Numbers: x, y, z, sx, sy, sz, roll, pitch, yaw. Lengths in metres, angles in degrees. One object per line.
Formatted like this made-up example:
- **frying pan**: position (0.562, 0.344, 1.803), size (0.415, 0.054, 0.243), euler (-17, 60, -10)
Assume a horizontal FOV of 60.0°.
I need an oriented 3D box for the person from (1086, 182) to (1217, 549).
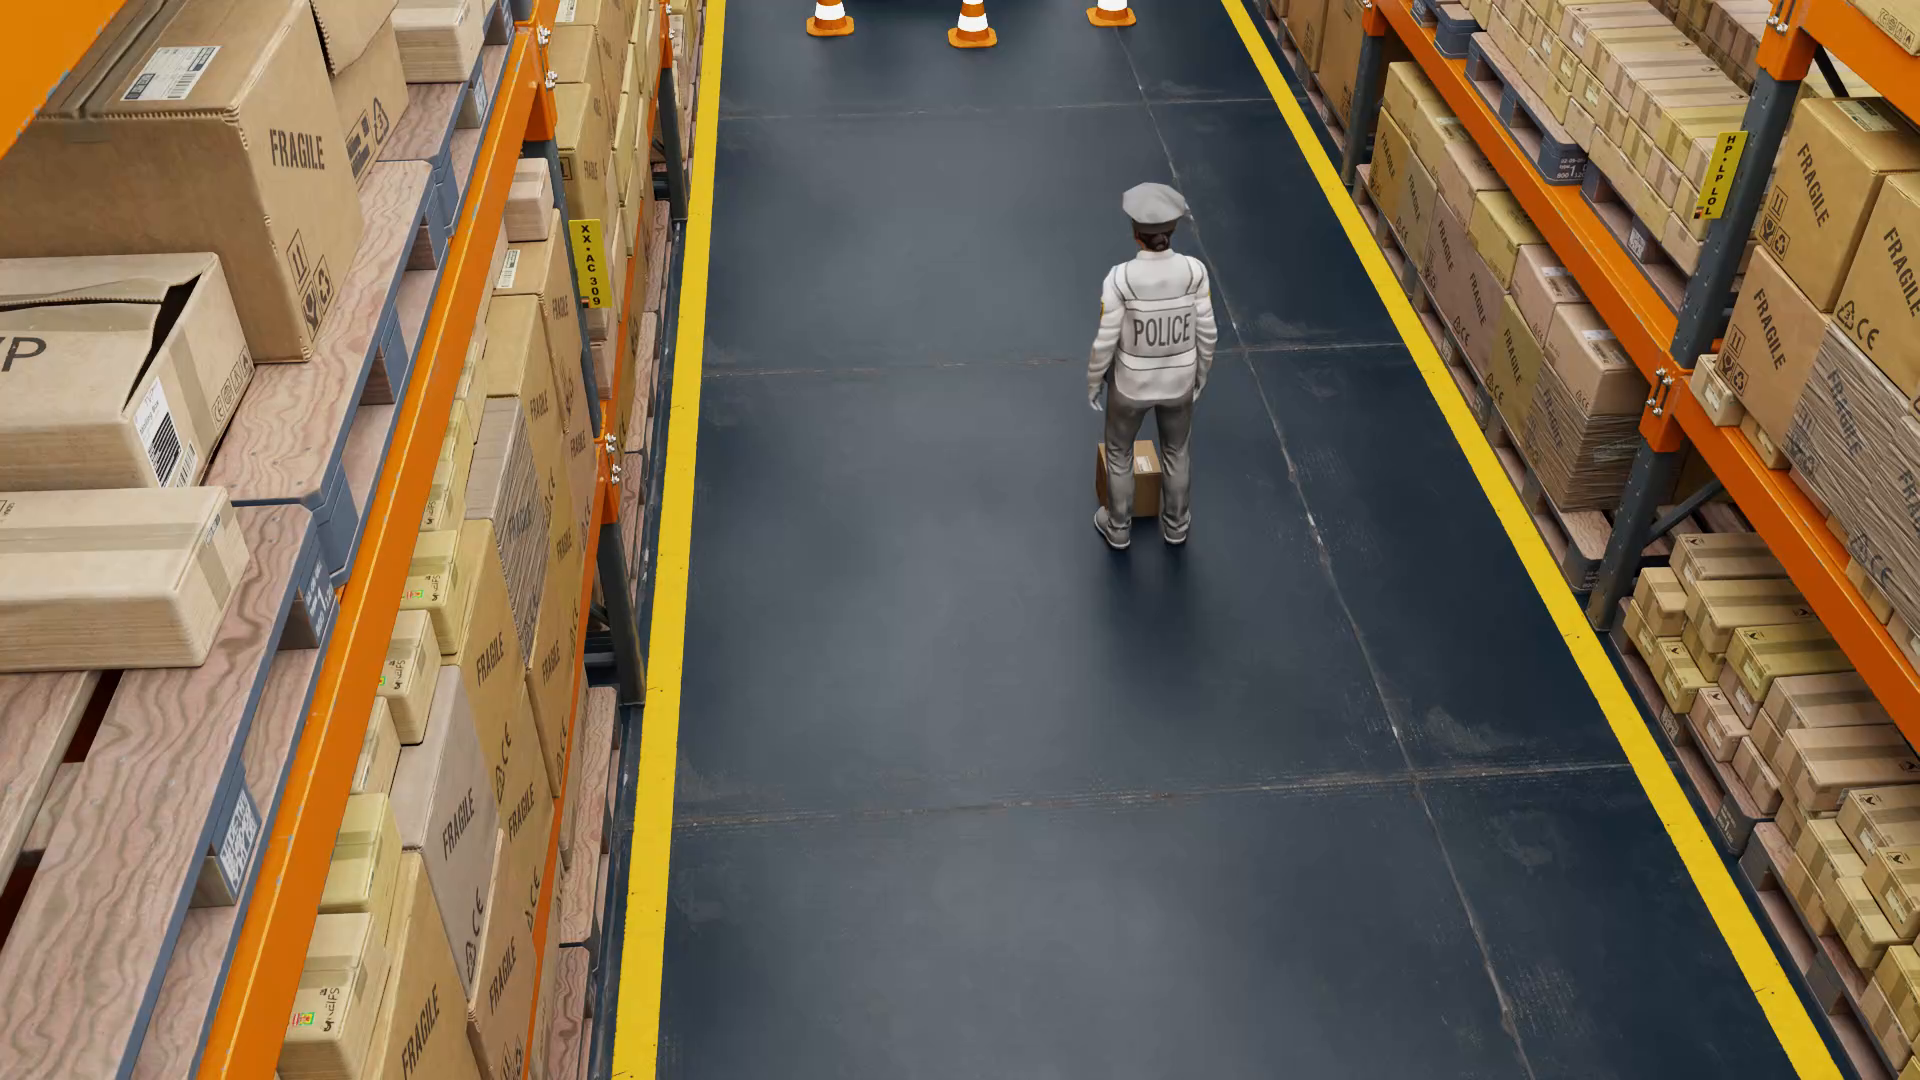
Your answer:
- **person**: position (0.792, -0.669, 6.968), size (0.543, 1.662, 0.376), euler (-5, 40, -7)
